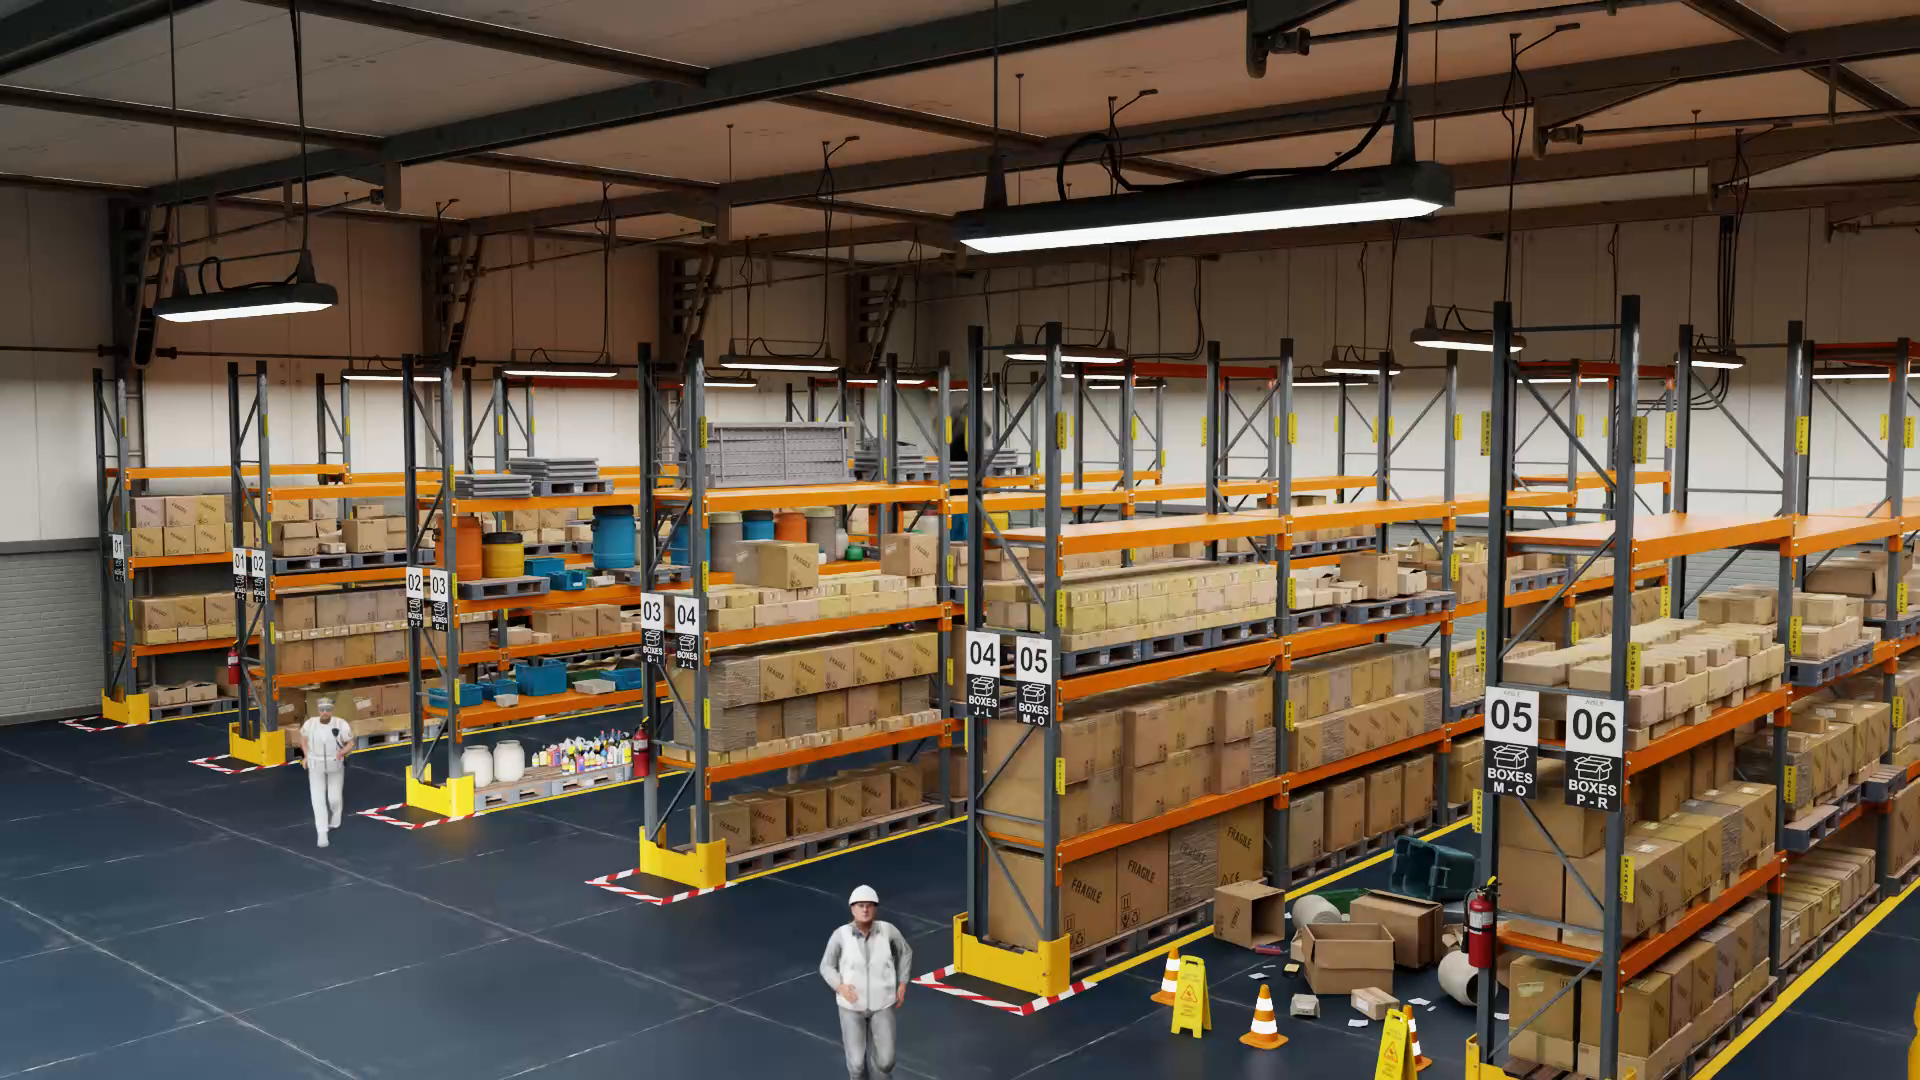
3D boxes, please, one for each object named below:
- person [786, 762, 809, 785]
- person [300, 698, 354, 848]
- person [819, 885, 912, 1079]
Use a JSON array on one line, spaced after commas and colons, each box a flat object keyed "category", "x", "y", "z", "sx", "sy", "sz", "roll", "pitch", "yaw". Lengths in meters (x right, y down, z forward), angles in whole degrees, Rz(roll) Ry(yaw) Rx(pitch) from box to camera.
[{"category": "person", "x": -2.272, "y": 2.606, "z": 23.204, "sx": 0.670, "sy": 1.695, "sz": 0.796, "roll": 2, "pitch": 5, "yaw": 28}, {"category": "person", "x": -7.765, "y": 2.793, "z": 20.420, "sx": 0.626, "sy": 1.771, "sz": 0.983, "roll": -1, "pitch": 4, "yaw": -19}, {"category": "person", "x": -0.681, "y": 3.404, "z": 12.218, "sx": 0.698, "sy": 1.735, "sz": 0.591, "roll": -1, "pitch": 4, "yaw": -8}]
